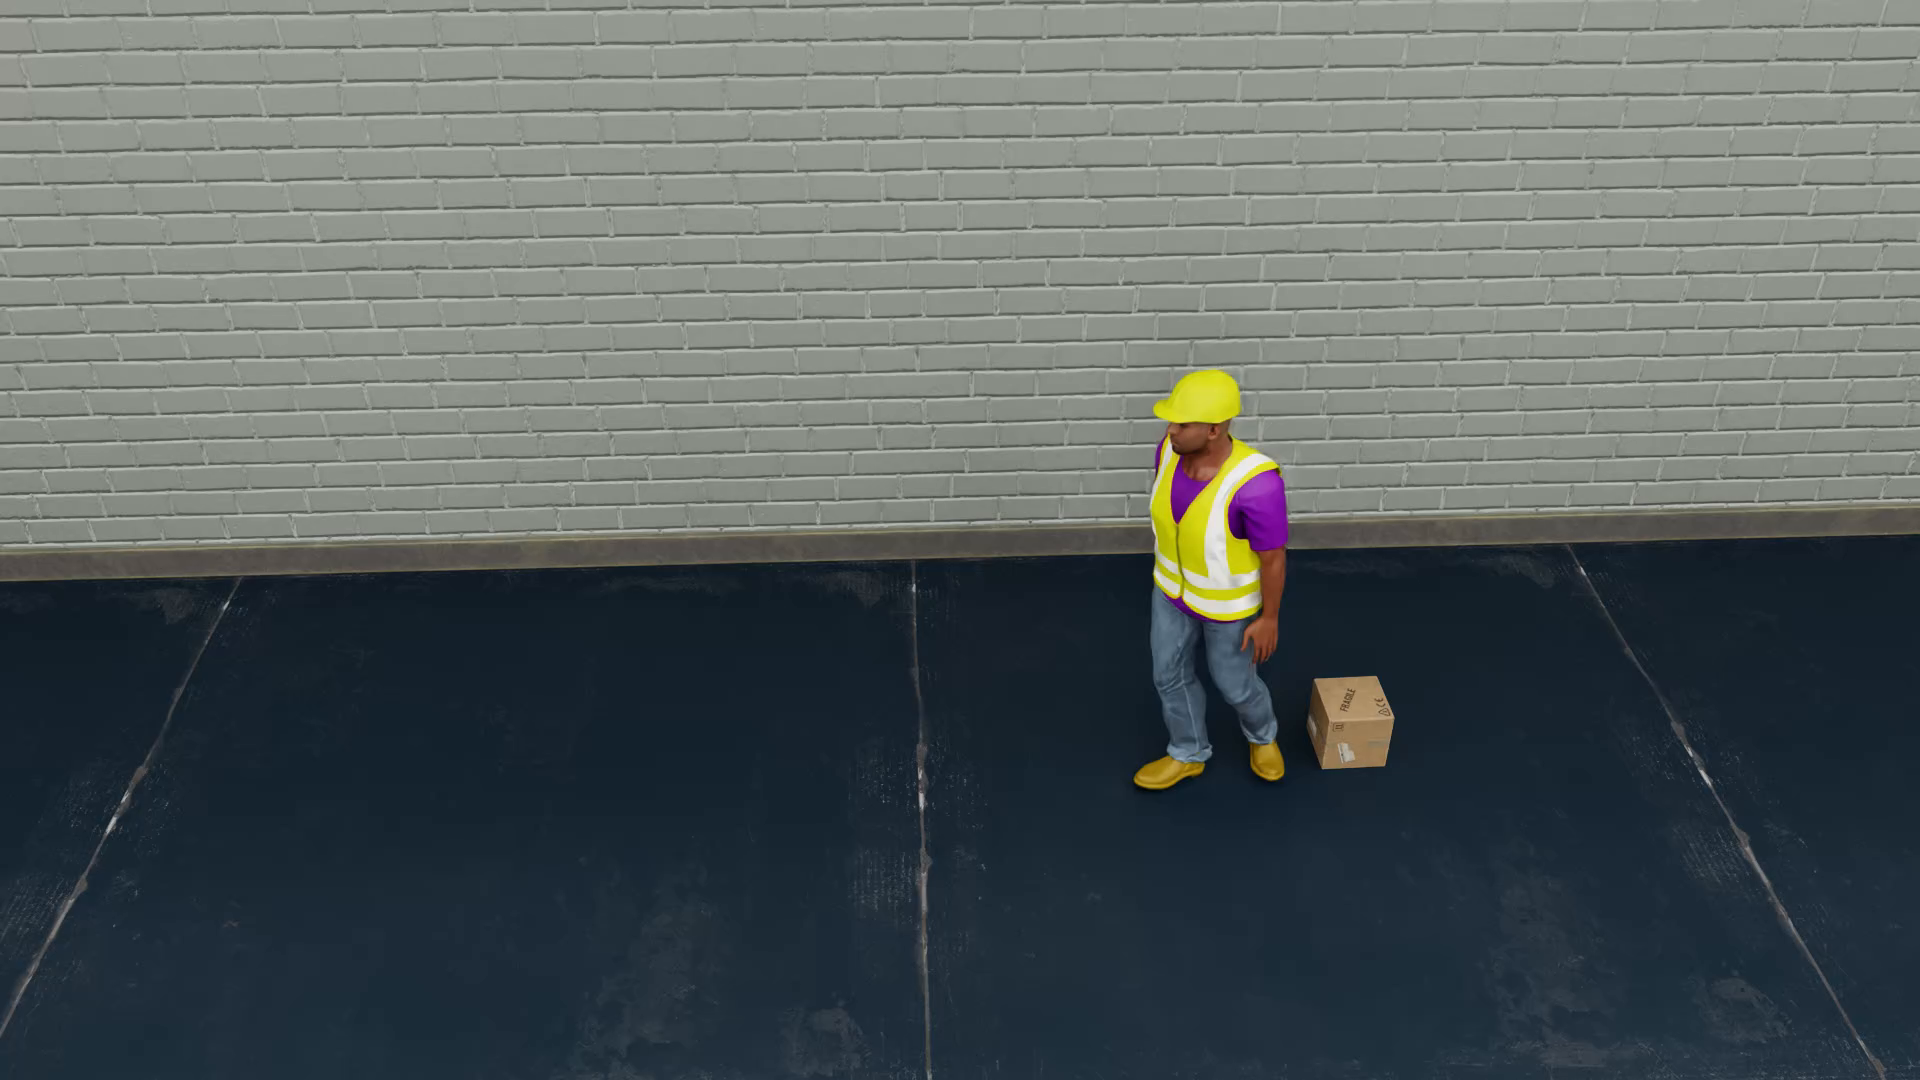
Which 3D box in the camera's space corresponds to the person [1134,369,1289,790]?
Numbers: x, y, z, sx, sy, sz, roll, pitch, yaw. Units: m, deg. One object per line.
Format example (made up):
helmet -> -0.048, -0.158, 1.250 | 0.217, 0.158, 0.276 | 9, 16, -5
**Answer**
person -> 0.930, 0.154, 5.911 | 0.580, 1.755, 0.607 | -27, 43, -33
